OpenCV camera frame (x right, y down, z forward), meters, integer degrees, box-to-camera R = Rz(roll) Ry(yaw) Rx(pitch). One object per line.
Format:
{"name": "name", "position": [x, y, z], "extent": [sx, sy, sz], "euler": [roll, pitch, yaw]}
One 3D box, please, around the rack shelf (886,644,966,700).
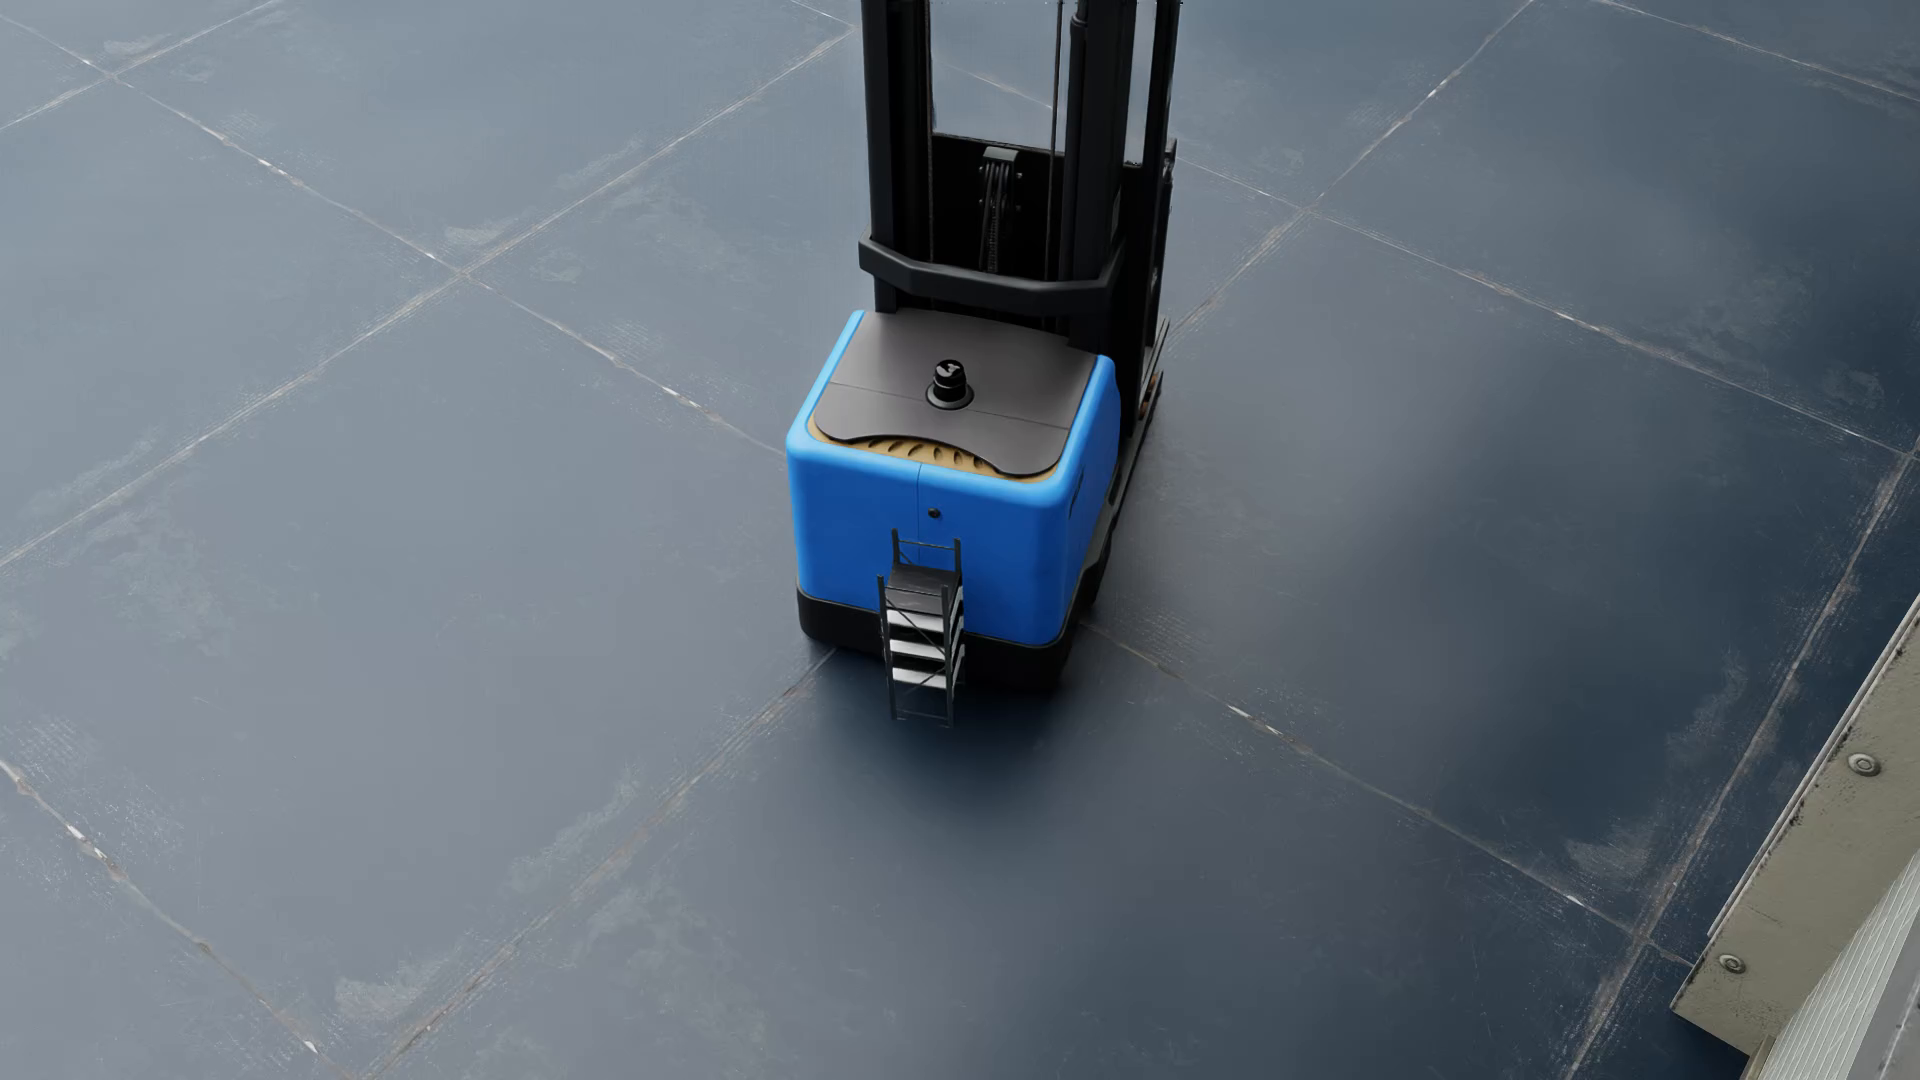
{"name": "rack shelf", "position": [-0.124, 0.466, 6.129], "extent": [0.258, 0.077, 0.200], "euler": [9, 53, 8]}

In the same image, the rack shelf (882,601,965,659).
{"name": "rack shelf", "position": [-0.130, 0.299, 5.917], "extent": [0.258, 0.077, 0.200], "euler": [9, 53, 8]}

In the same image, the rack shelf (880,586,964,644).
{"name": "rack shelf", "position": [-0.132, 0.244, 5.846], "extent": [0.258, 0.077, 0.200], "euler": [9, 53, 8]}

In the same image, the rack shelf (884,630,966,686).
{"name": "rack shelf", "position": [-0.126, 0.410, 6.058], "extent": [0.258, 0.077, 0.200], "euler": [9, 53, 8]}

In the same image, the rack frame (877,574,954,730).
{"name": "rack frame", "position": [-0.150, 0.413, 5.900], "extent": [0.240, 0.900, 0.006], "euler": [9, 53, 8]}

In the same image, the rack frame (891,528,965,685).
{"name": "rack frame", "position": [-0.108, 0.256, 6.022], "extent": [0.240, 0.900, 0.006], "euler": [9, 53, 8]}

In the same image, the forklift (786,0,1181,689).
{"name": "forklift", "position": [0.279, -1.538, 6.357], "extent": [1.130, 2.935, 3.031], "euler": [12, 47, 11]}

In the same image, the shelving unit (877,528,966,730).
{"name": "shelving unit", "position": [-0.129, 0.334, 5.961], "extent": [0.258, 0.900, 0.210], "euler": [9, 53, 8]}

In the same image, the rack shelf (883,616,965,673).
{"name": "rack shelf", "position": [-0.128, 0.355, 5.987], "extent": [0.258, 0.077, 0.200], "euler": [9, 53, 8]}

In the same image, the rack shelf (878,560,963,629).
{"name": "rack shelf", "position": [-0.134, 0.188, 5.775], "extent": [0.258, 0.077, 0.200], "euler": [9, 53, 8]}

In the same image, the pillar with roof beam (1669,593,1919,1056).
{"name": "pillar with roof beam", "position": [-0.841, -3.522, 4.055], "extent": [9.100, 9.000, 0.400], "euler": [29, 53, 25]}
